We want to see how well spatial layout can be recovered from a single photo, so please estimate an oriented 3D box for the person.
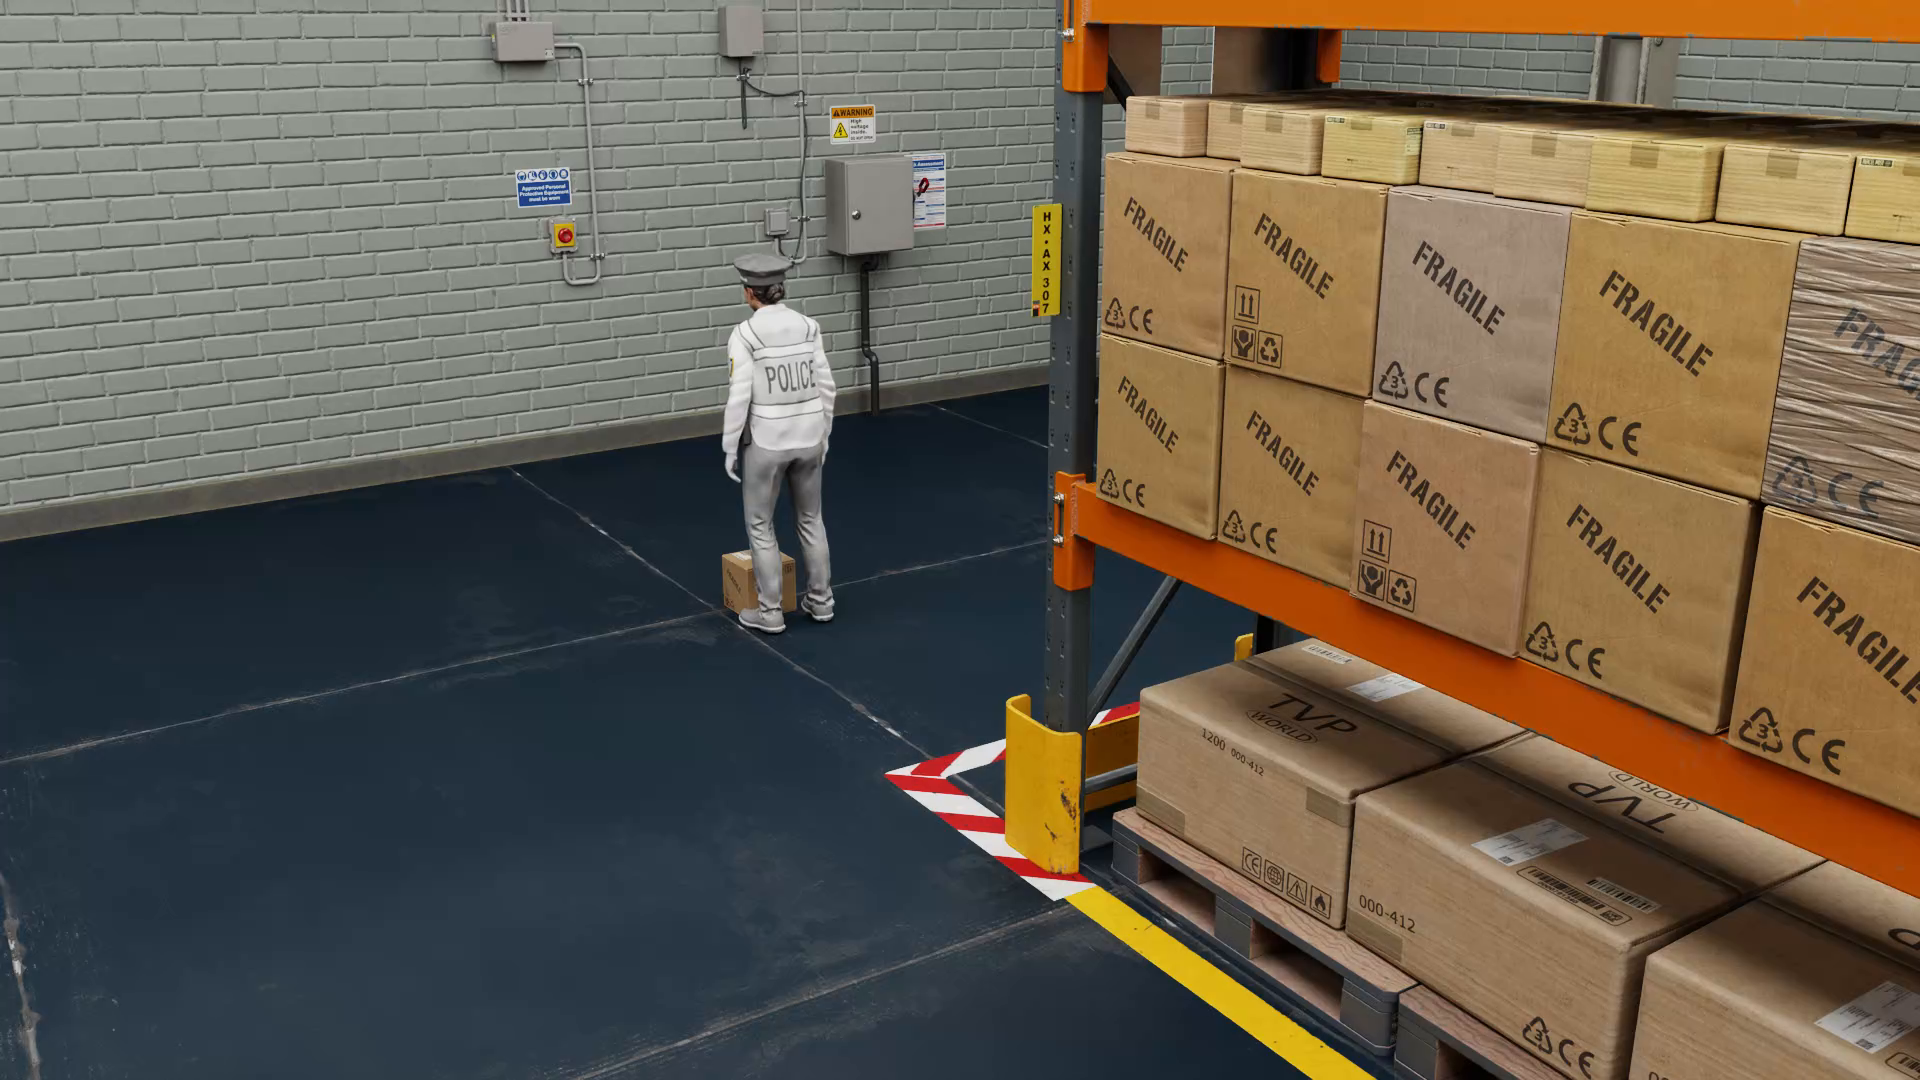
[{"bbox_3d":[-0.796,-0.412,7.305,0.533,1.662,0.379,-12,22,-32],"label":"person"}]
